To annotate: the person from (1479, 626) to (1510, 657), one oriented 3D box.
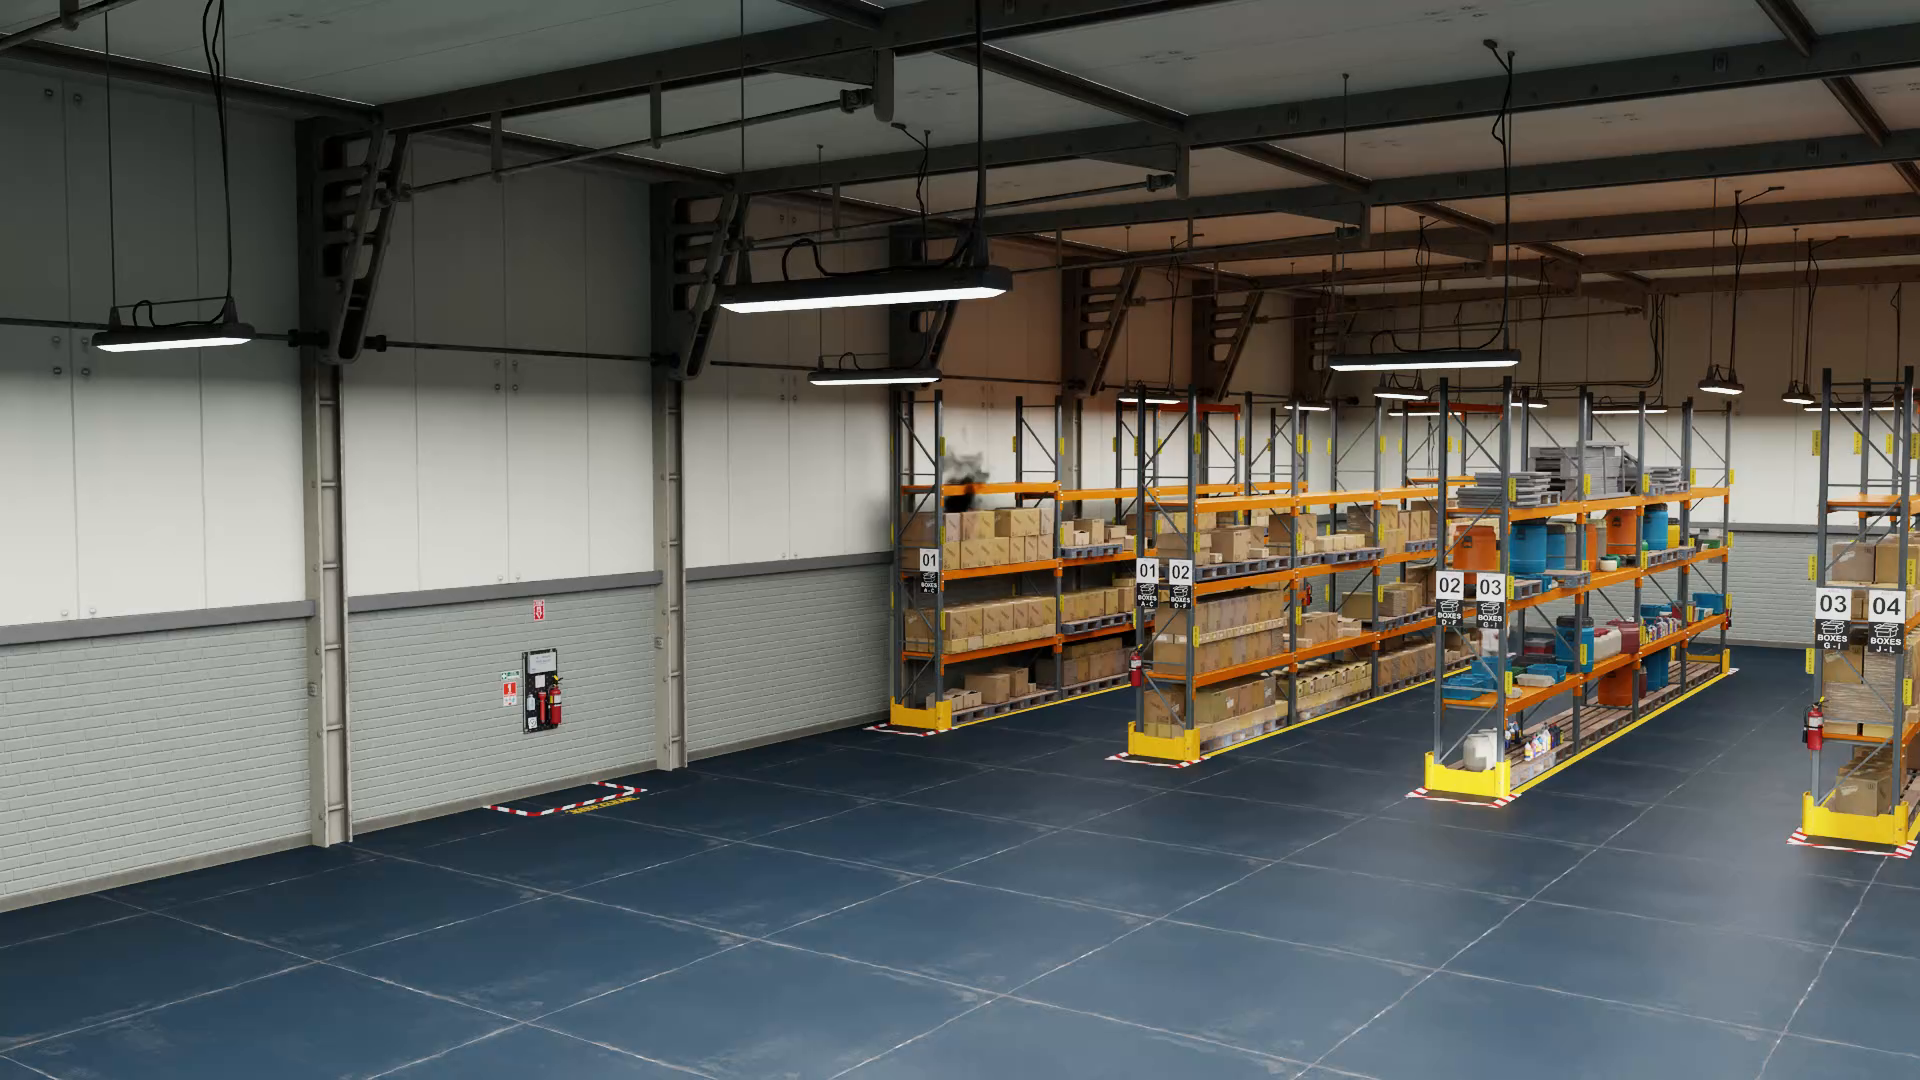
[{"bbox_3d":[10.803,2.244,33.706,0.683,1.793,0.737,2,4,32],"label":"person"}]
